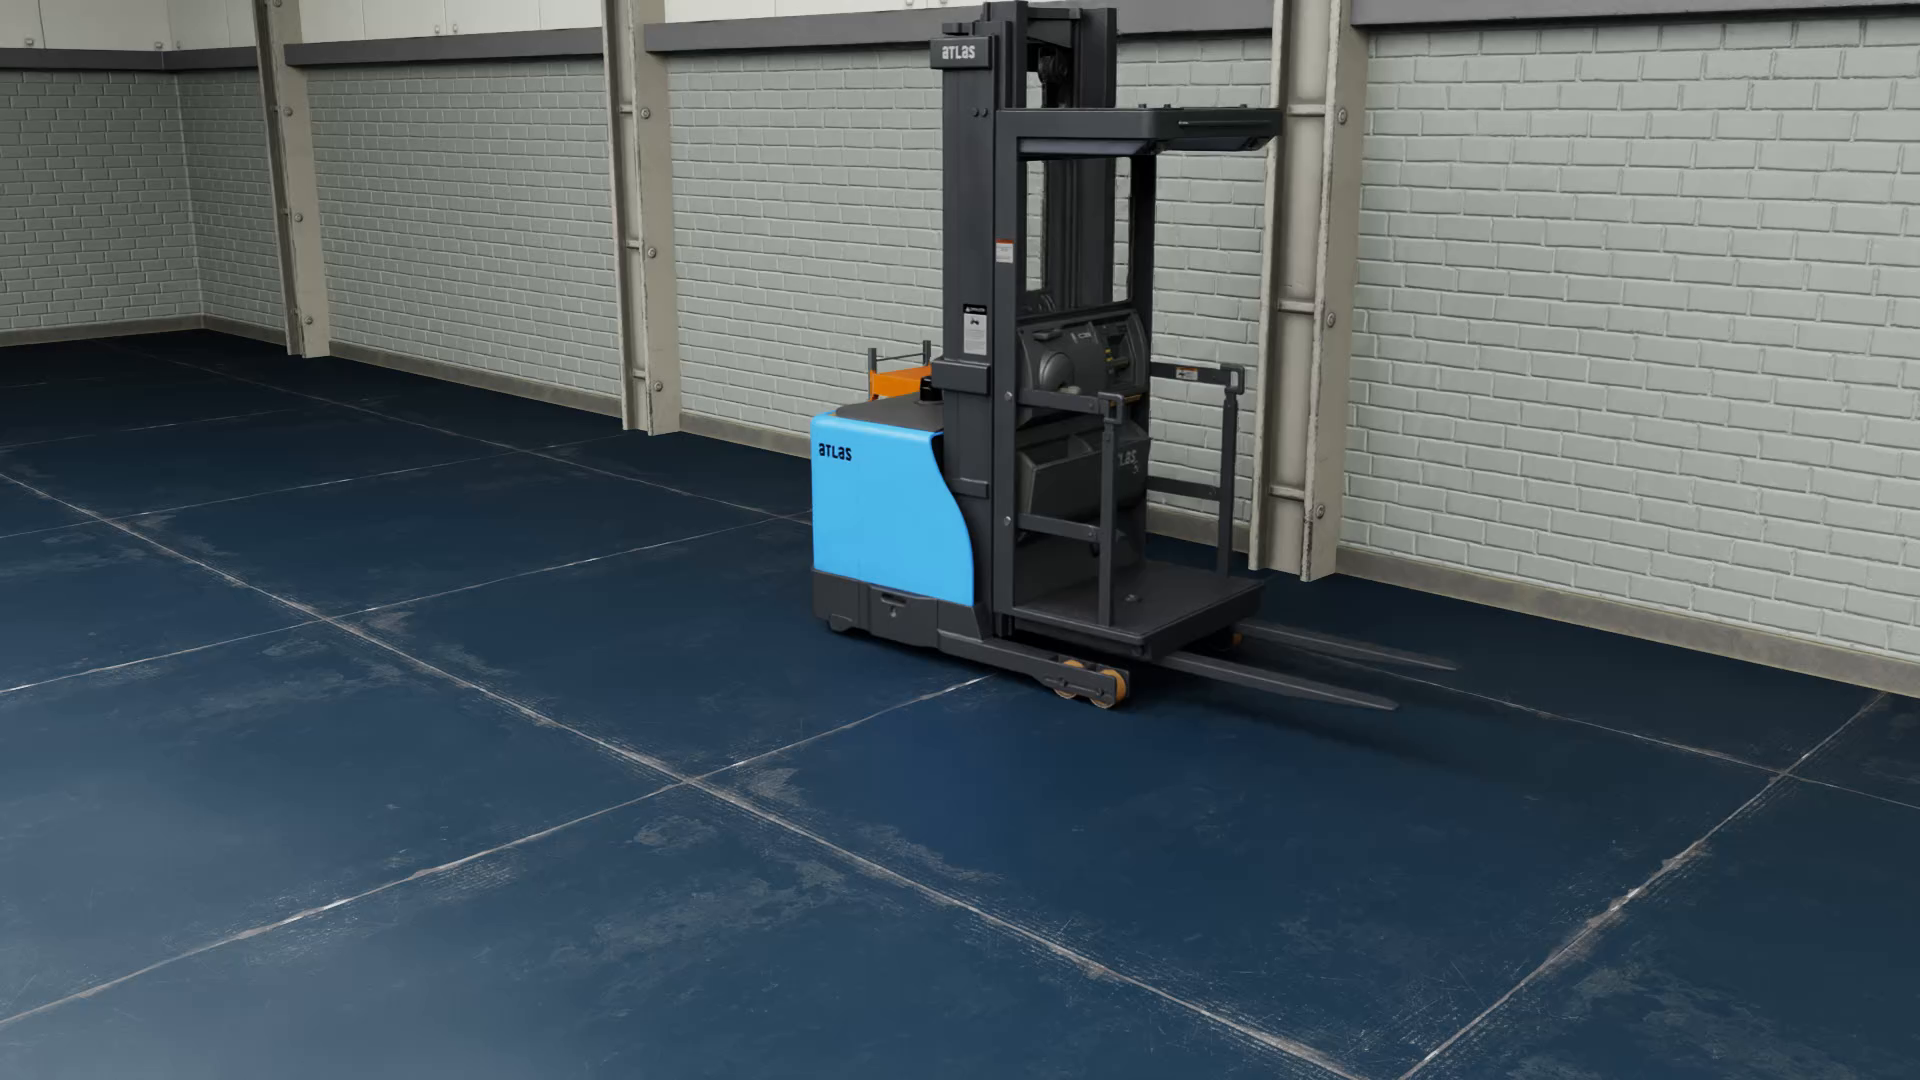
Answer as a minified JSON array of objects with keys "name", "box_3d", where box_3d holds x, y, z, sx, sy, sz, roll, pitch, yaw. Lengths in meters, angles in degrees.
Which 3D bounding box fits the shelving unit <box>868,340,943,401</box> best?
[{"name":"shelving unit","box_3d":[0.005,-0.543,9.786,1.048,1.125,0.538,14,20,42]}]

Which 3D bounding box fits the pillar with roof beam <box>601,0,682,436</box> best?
[{"name":"pillar with roof beam","box_3d":[-5.448,-4.456,9.188,0.400,9.000,9.100,14,20,42]}]

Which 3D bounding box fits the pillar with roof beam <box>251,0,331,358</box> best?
[{"name":"pillar with roof beam","box_3d":[-9.767,-5.506,13.218,0.400,9.000,9.100,14,20,42]}]

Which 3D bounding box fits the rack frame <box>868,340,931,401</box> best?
[{"name":"rack frame","box_3d":[-0.361,-0.632,10.127,0.032,1.125,0.500,14,20,42]}]

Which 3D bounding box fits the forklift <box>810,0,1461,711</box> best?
[{"name":"forklift","box_3d":[0.728,-0.845,7.360,3.031,2.935,1.130,12,19,37]}]

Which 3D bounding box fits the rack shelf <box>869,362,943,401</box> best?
[{"name":"rack shelf","box_3d":[0.005,-0.826,9.712,1.000,0.278,0.538,14,20,42]}]

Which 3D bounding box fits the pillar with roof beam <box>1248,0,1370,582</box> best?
[{"name":"pillar with roof beam","box_3d":[-1.129,-3.406,5.158,0.400,9.000,9.100,14,20,42]}]
